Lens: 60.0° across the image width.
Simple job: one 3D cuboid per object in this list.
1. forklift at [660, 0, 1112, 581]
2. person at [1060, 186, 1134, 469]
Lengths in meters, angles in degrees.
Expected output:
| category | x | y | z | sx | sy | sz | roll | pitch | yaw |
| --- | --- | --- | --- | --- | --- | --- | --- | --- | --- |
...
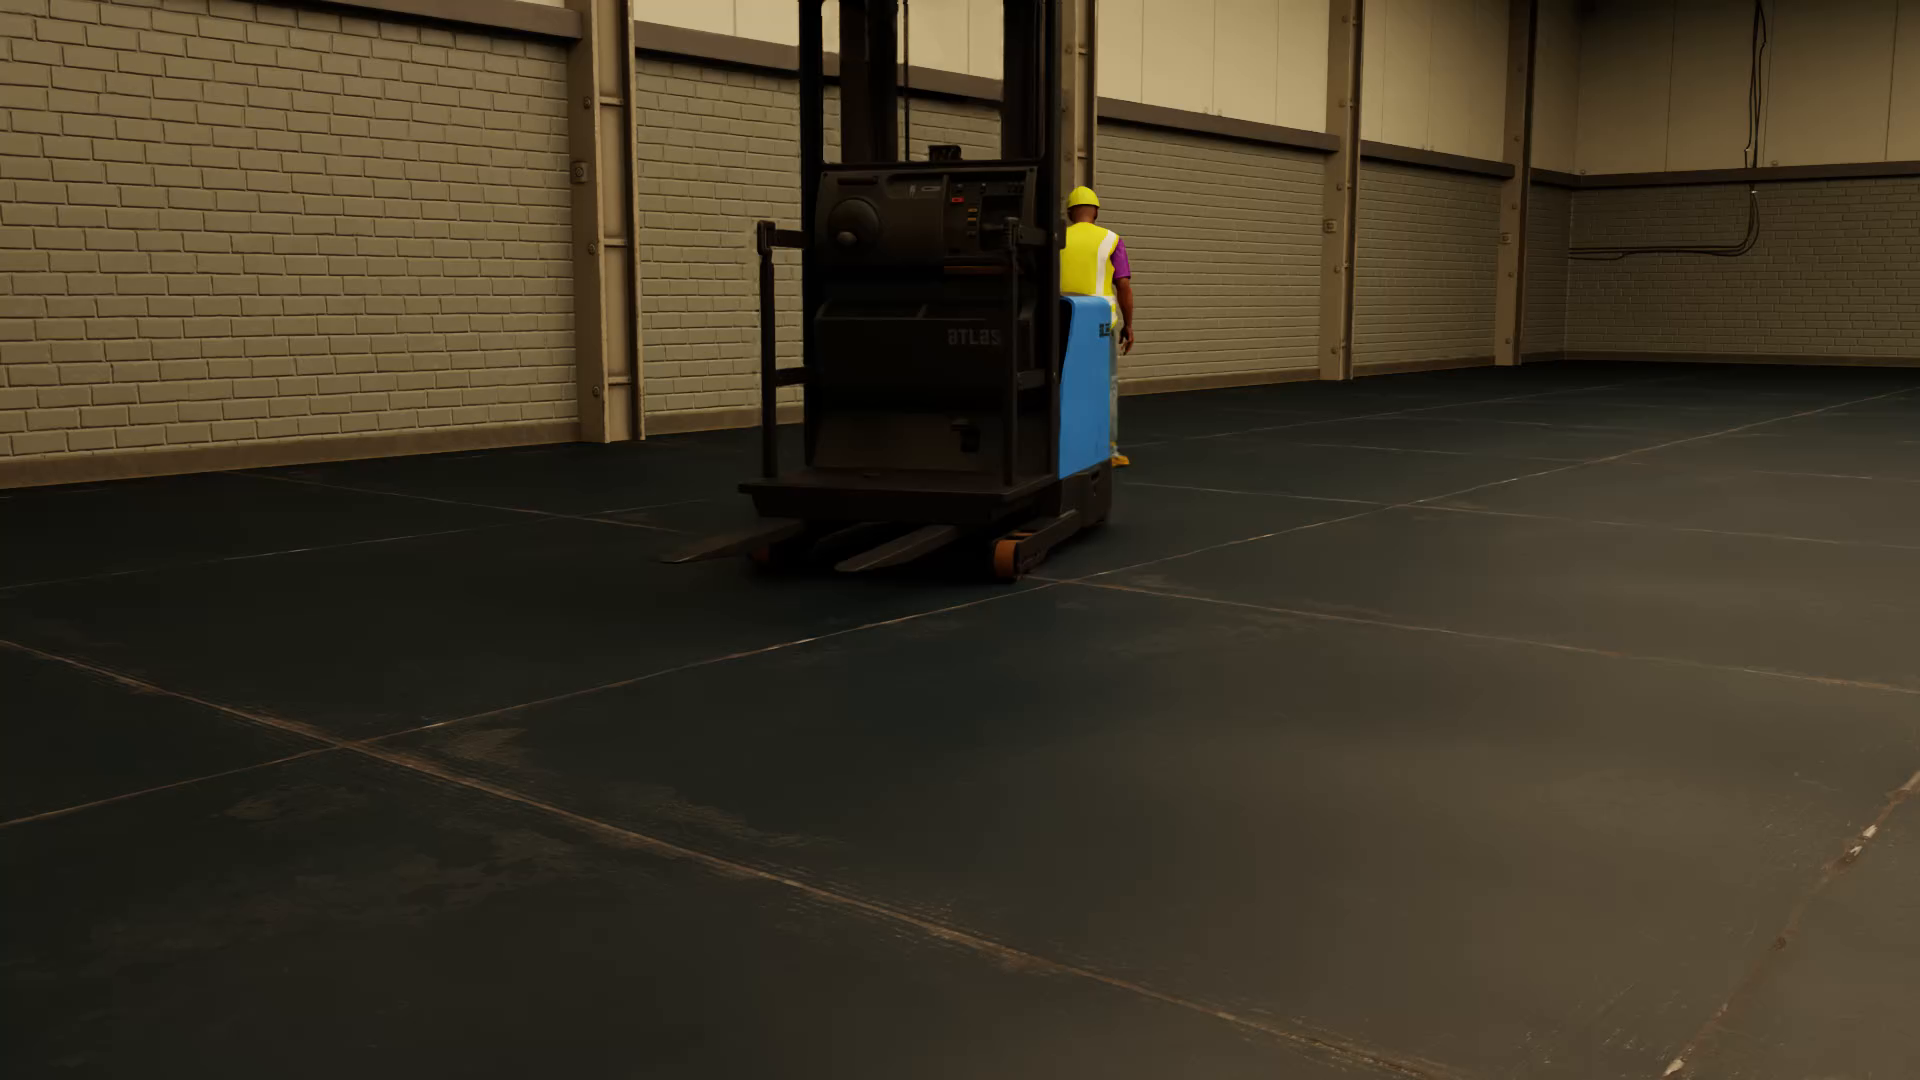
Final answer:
| category | x | y | z | sx | sy | sz | roll | pitch | yaw |
| --- | --- | --- | --- | --- | --- | --- | --- | --- | --- |
| forklift | -0.204 | -1.356 | 6.547 | 1.130 | 2.935 | 3.031 | 3 | 9 | 17 |
| person | 0.783 | -1.337 | 10.481 | 0.626 | 1.759 | 0.463 | 2 | 9 | 13 |
